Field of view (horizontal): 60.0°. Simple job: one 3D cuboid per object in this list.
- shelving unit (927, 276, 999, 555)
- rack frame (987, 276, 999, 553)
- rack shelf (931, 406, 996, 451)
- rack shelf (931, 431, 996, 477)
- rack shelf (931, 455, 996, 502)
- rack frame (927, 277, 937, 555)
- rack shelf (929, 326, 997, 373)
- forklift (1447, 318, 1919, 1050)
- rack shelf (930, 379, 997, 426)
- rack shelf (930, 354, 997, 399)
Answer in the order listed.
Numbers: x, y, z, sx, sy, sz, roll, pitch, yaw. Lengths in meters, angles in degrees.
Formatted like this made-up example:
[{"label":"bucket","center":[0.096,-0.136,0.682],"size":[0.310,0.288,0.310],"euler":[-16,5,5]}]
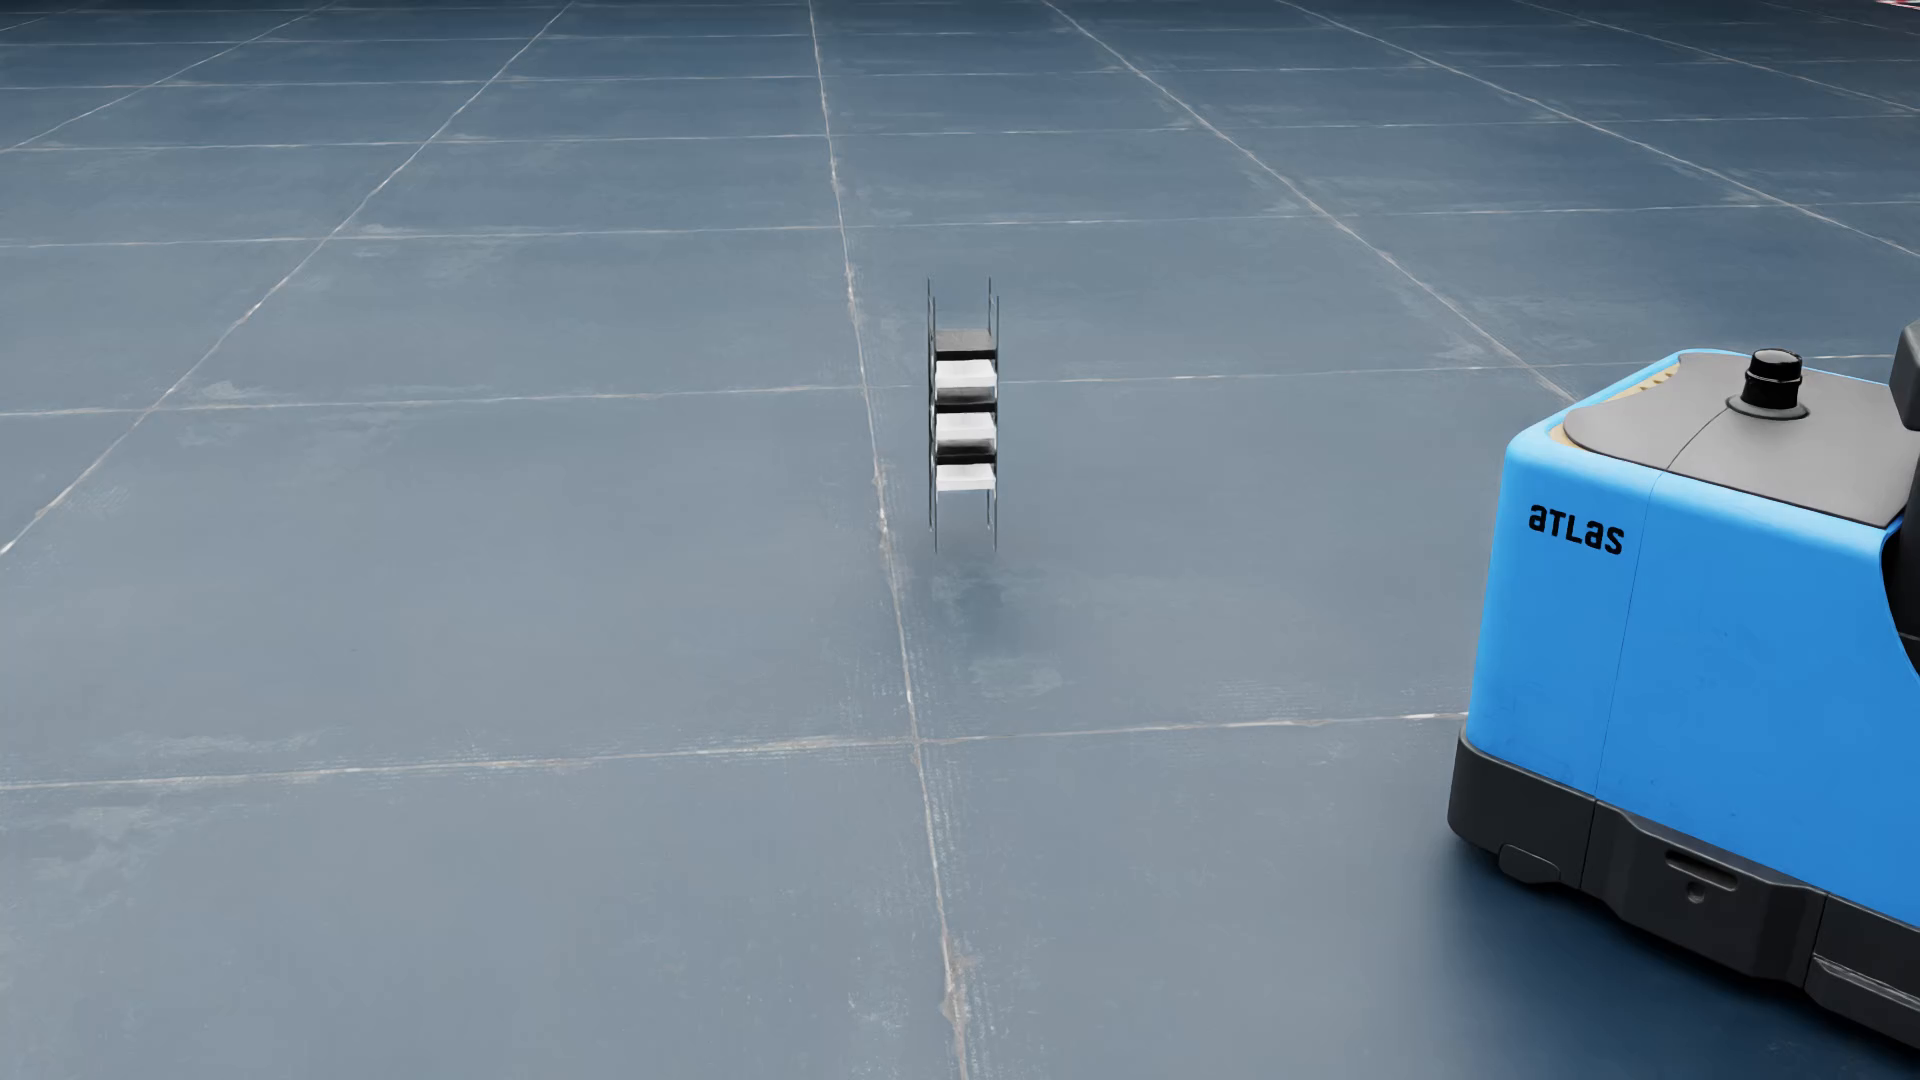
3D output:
[{"label":"shelving unit","center":[0.008,-0.412,5.568],"size":[0.210,0.900,0.258],"euler":[-2,24,-5]},{"label":"rack frame","center":[0.109,-0.416,5.577],"size":[0.006,0.900,0.240],"euler":[-2,24,-5]},{"label":"rack shelf","center":[0.008,-0.381,5.581],"size":[0.200,0.077,0.258],"euler":[-2,24,-5]},{"label":"rack shelf","center":[0.008,-0.299,5.618],"size":[0.200,0.077,0.258],"euler":[-2,24,-5]},{"label":"rack shelf","center":[0.008,-0.217,5.655],"size":[0.200,0.077,0.258],"euler":[-2,24,-5]},{"label":"rack frame","center":[-0.093,-0.407,5.559],"size":[0.006,0.900,0.240],"euler":[-2,24,-5]},{"label":"rack shelf","center":[0.008,-0.628,5.472],"size":[0.200,0.077,0.258],"euler":[-2,24,-5]},{"label":"forklift","center":[2.584,-0.304,2.824],"size":[3.031,2.935,1.130],"euler":[22,32,40]},{"label":"rack shelf","center":[0.008,-0.463,5.545],"size":[0.200,0.077,0.258],"euler":[-2,24,-5]},{"label":"rack shelf","center":[0.008,-0.546,5.508],"size":[0.200,0.077,0.258],"euler":[-2,24,-5]}]
